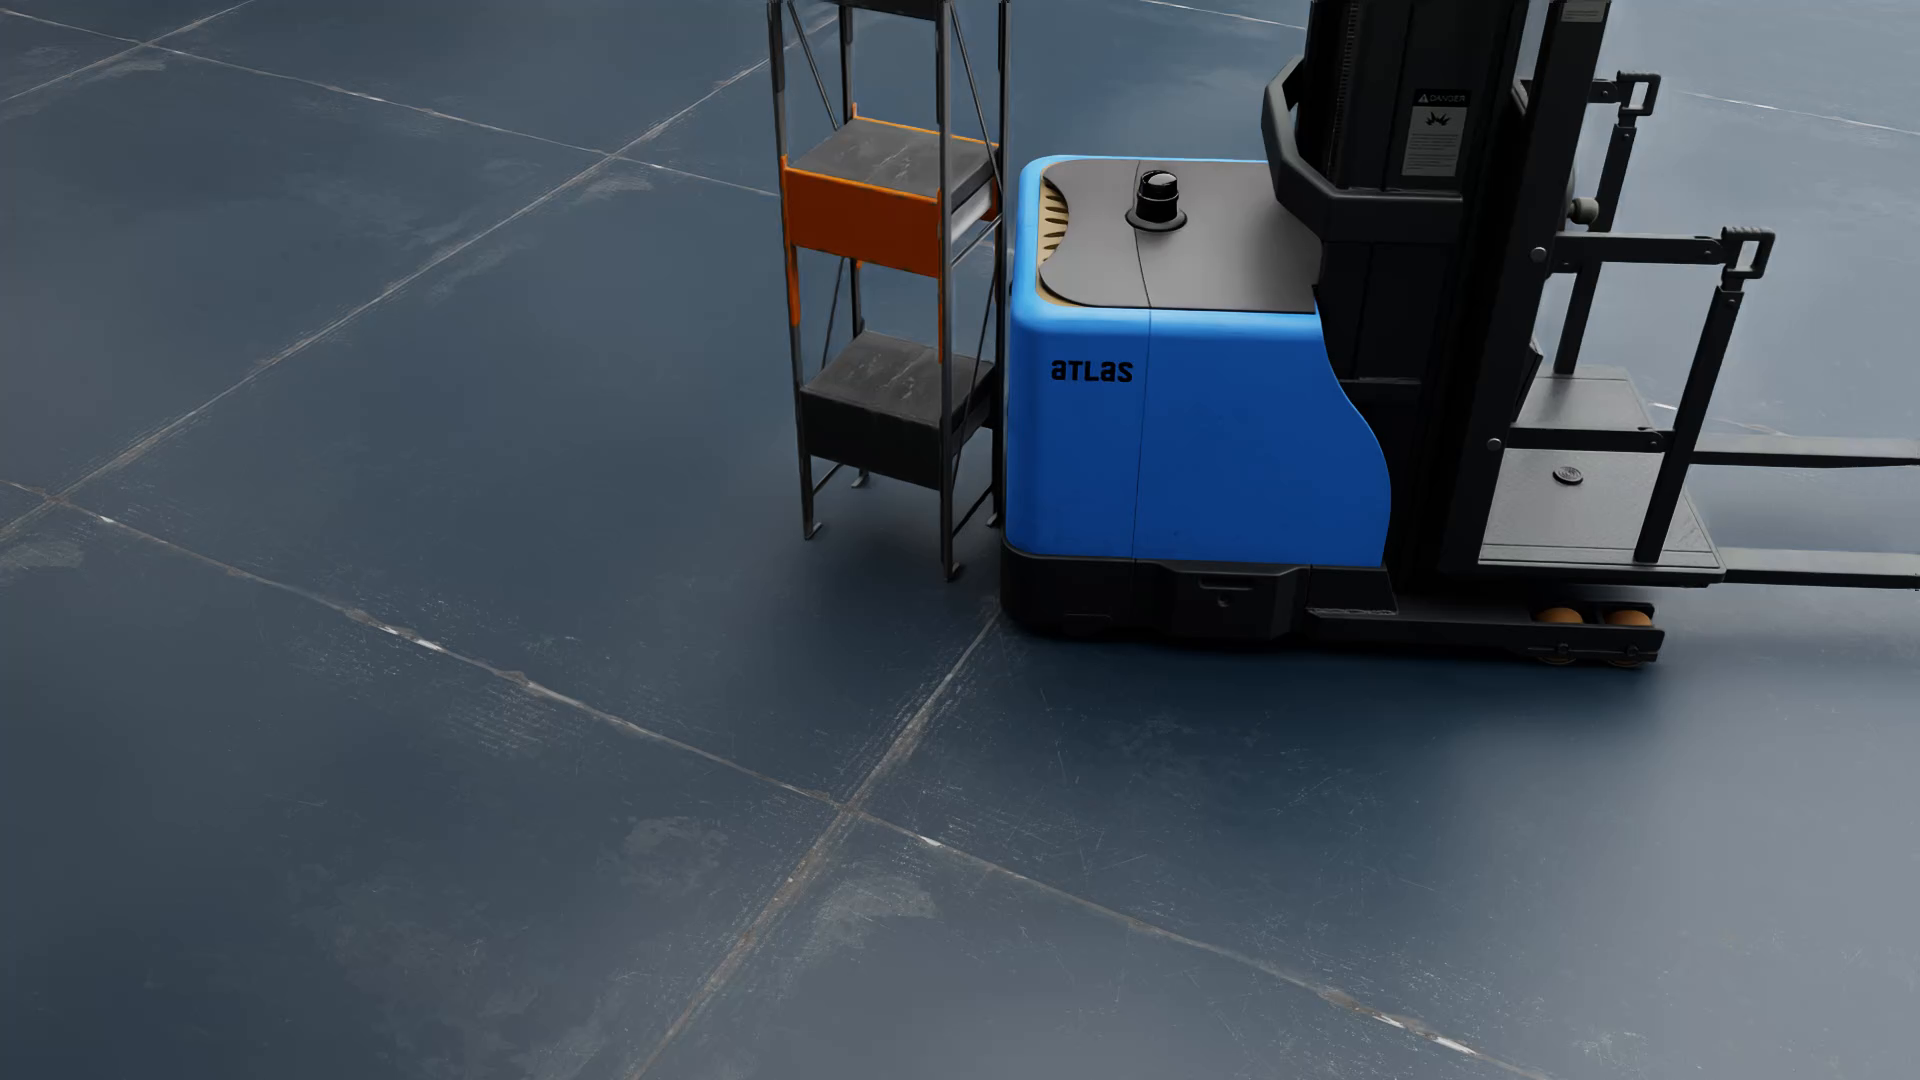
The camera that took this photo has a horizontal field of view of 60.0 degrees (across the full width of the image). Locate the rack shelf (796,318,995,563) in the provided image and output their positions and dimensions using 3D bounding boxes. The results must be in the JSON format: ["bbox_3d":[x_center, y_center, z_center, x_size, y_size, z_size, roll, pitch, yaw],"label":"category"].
[{"bbox_3d":[-0.178,-0.312,5.104,0.480,0.518,0.431,16,40,20],"label":"rack shelf"}]

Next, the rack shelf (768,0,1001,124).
[{"bbox_3d":[-0.178,-1.427,4.258,0.480,0.518,0.431,16,40,20],"label":"rack shelf"}]

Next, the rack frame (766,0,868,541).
[{"bbox_3d":[-0.398,-0.944,4.757,0.015,2.100,0.400,16,40,20],"label":"rack frame"}]

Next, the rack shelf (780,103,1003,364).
[{"bbox_3d":[-0.178,-0.869,4.681,0.480,0.518,0.431,16,40,20],"label":"rack shelf"}]

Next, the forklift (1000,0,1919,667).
[{"bbox_3d":[1.655,-1.136,4.322,3.031,2.935,1.130,2,37,3],"label":"forklift"}]

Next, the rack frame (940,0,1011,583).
[{"bbox_3d":[0.041,-0.816,4.589,0.015,2.100,0.400,16,40,20],"label":"rack frame"}]

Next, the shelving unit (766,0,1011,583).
[{"bbox_3d":[-0.178,-0.880,4.673,0.503,2.100,0.431,16,40,20],"label":"shelving unit"}]
